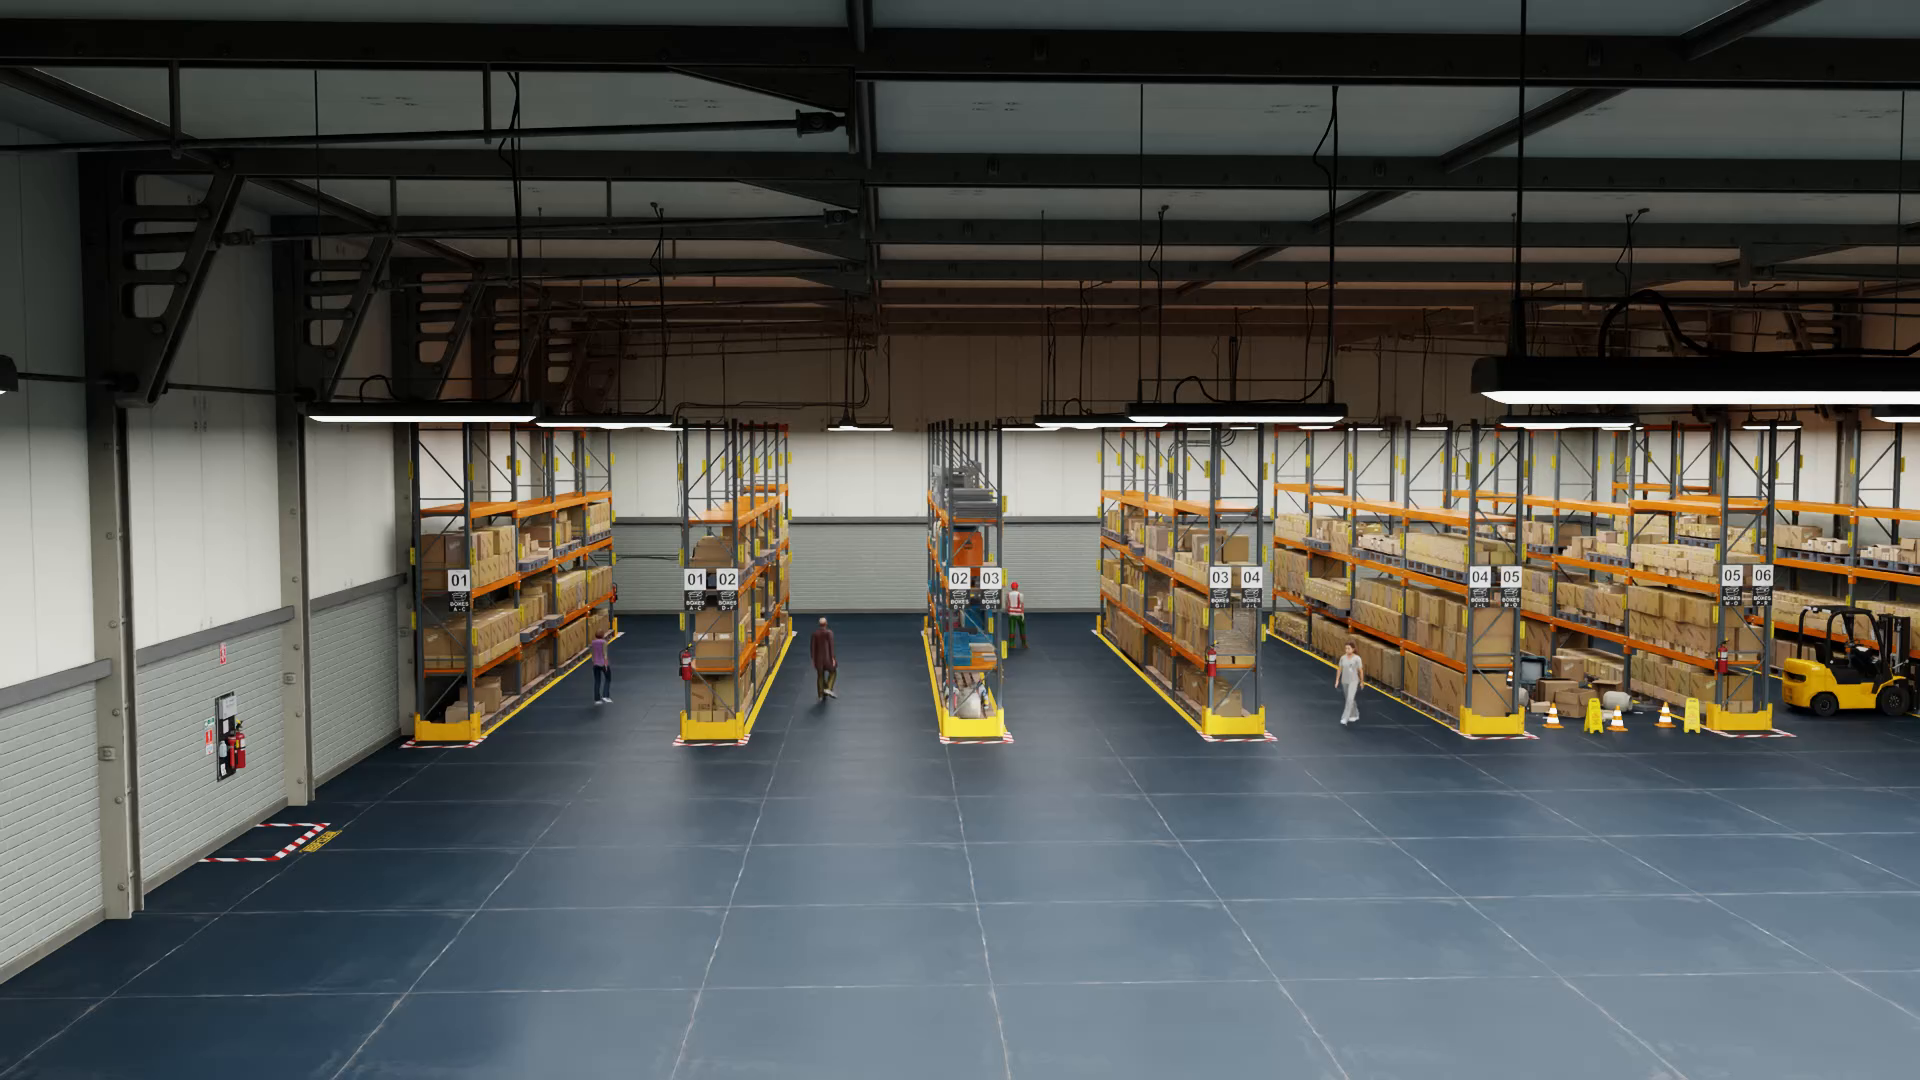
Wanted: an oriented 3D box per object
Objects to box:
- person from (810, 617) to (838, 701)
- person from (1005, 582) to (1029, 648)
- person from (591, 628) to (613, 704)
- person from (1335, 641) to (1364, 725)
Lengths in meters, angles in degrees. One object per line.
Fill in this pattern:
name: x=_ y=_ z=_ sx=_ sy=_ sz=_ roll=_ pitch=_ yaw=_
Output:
person: x=-2.926 y=2.542 z=35.618 sx=0.599 sy=1.764 sz=0.551 roll=1 pitch=4 yaw=11
person: x=1.496 y=1.981 z=44.324 sx=0.563 sy=1.763 sz=0.791 roll=1 pitch=4 yaw=14
person: x=-7.623 y=2.683 z=35.154 sx=0.426 sy=1.610 sz=0.512 roll=1 pitch=4 yaw=8
person: x=7.613 y=2.803 z=32.654 sx=0.468 sy=1.613 sz=1.043 roll=3 pitch=5 yaw=44
